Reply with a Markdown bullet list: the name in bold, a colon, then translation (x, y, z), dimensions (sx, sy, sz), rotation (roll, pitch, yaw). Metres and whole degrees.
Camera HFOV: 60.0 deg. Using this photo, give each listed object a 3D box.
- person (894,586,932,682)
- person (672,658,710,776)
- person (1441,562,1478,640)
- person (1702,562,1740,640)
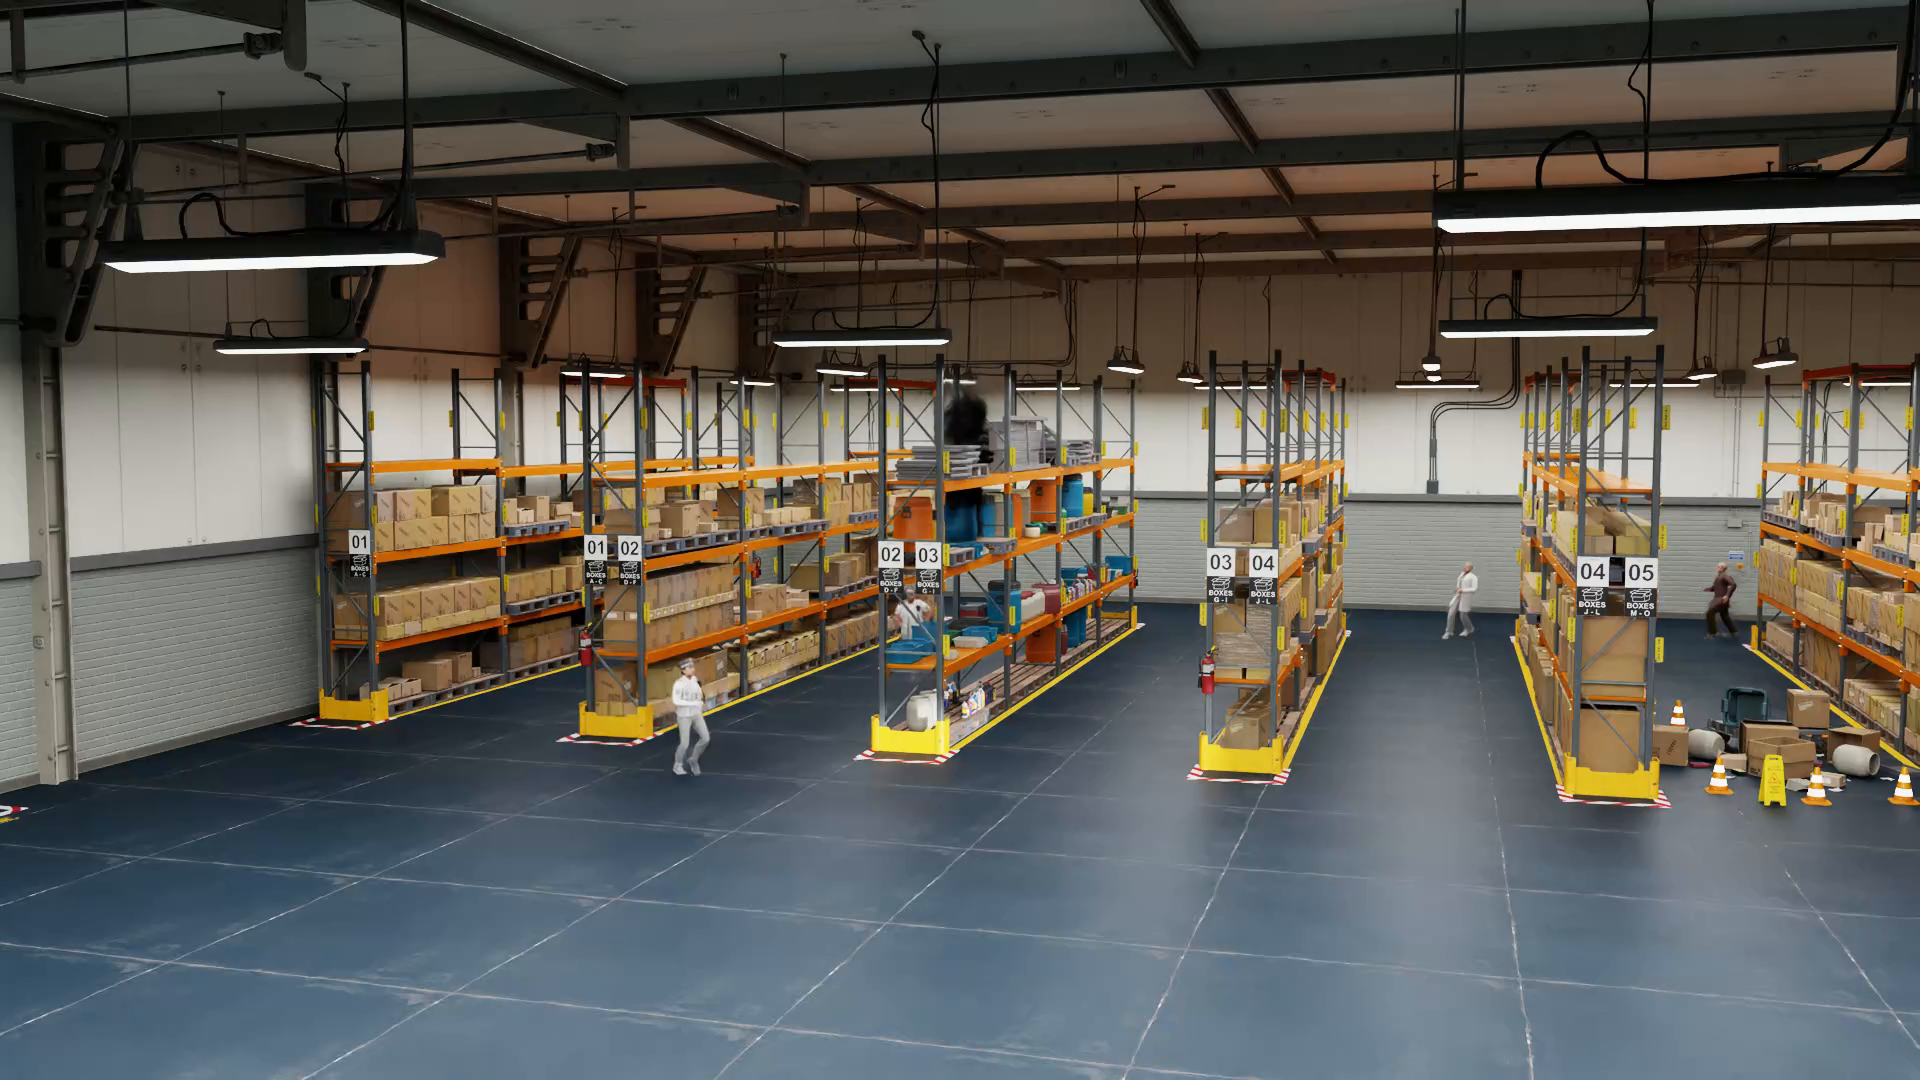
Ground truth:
- **person**: translation (-0.909, 1.728, 31.043), dimensions (0.645, 1.769, 0.802), rotation (1, 4, 19)
- **person**: translation (-3.782, 2.487, 23.333), dimensions (0.650, 1.698, 0.649), rotation (3, 5, 39)
- **person**: translation (11.527, 1.388, 38.072), dimensions (0.987, 1.765, 0.716), rotation (-3, 5, -32)
- **person**: translation (17.371, 1.441, 37.919), dimensions (0.838, 1.763, 0.744), rotation (2, 4, 23)
